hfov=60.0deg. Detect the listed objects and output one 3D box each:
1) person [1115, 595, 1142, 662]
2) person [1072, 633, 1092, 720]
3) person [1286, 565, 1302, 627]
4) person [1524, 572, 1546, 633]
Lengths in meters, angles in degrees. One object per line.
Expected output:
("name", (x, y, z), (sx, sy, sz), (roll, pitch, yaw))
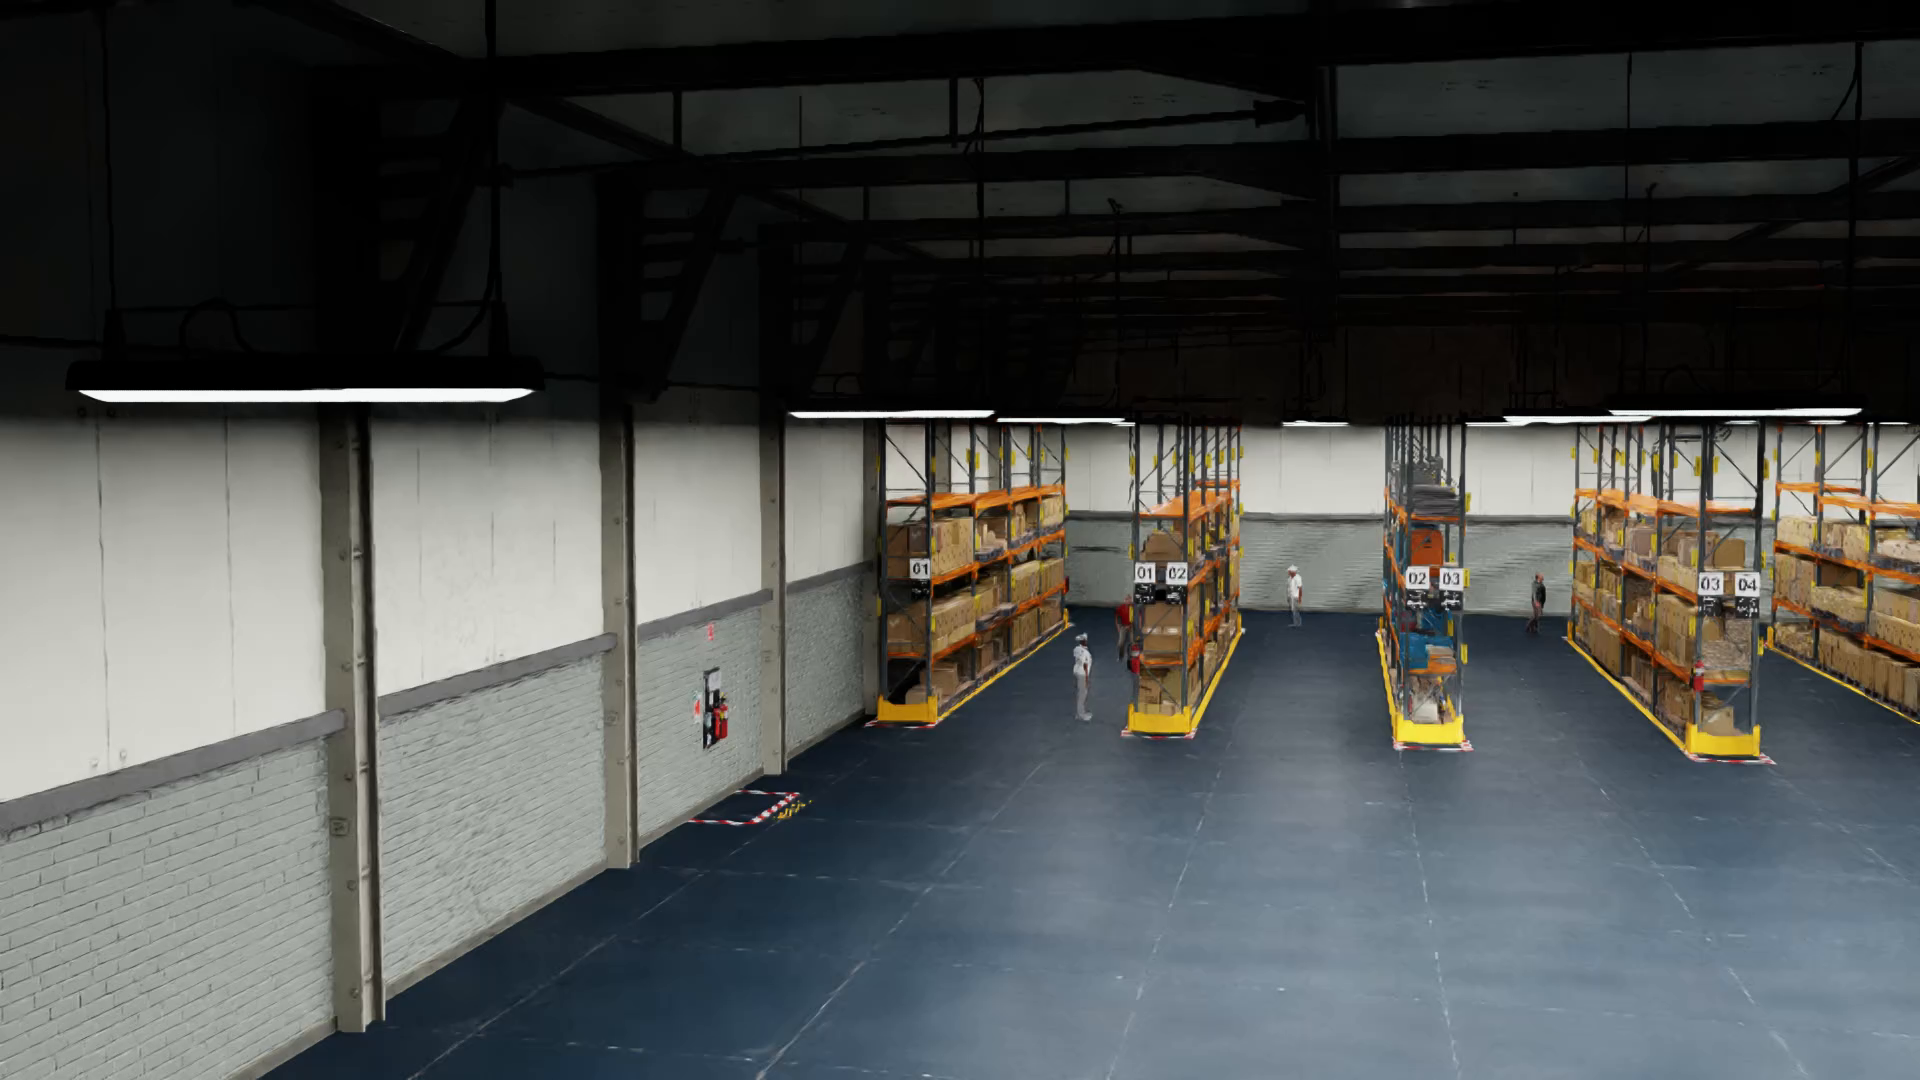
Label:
("person", (4.088, 2.154, 40.464), (0.666, 1.676, 0.535), (1, 4, 11))
("person", (2.430, 2.666, 32.653), (0.417, 1.677, 0.502), (-1, 4, -19))
("person", (9.596, 1.607, 47.707), (0.384, 1.759, 0.654), (-1, 4, -19))
("person", (15.987, 1.731, 46.205), (0.469, 1.713, 0.695), (3, 5, 40))
